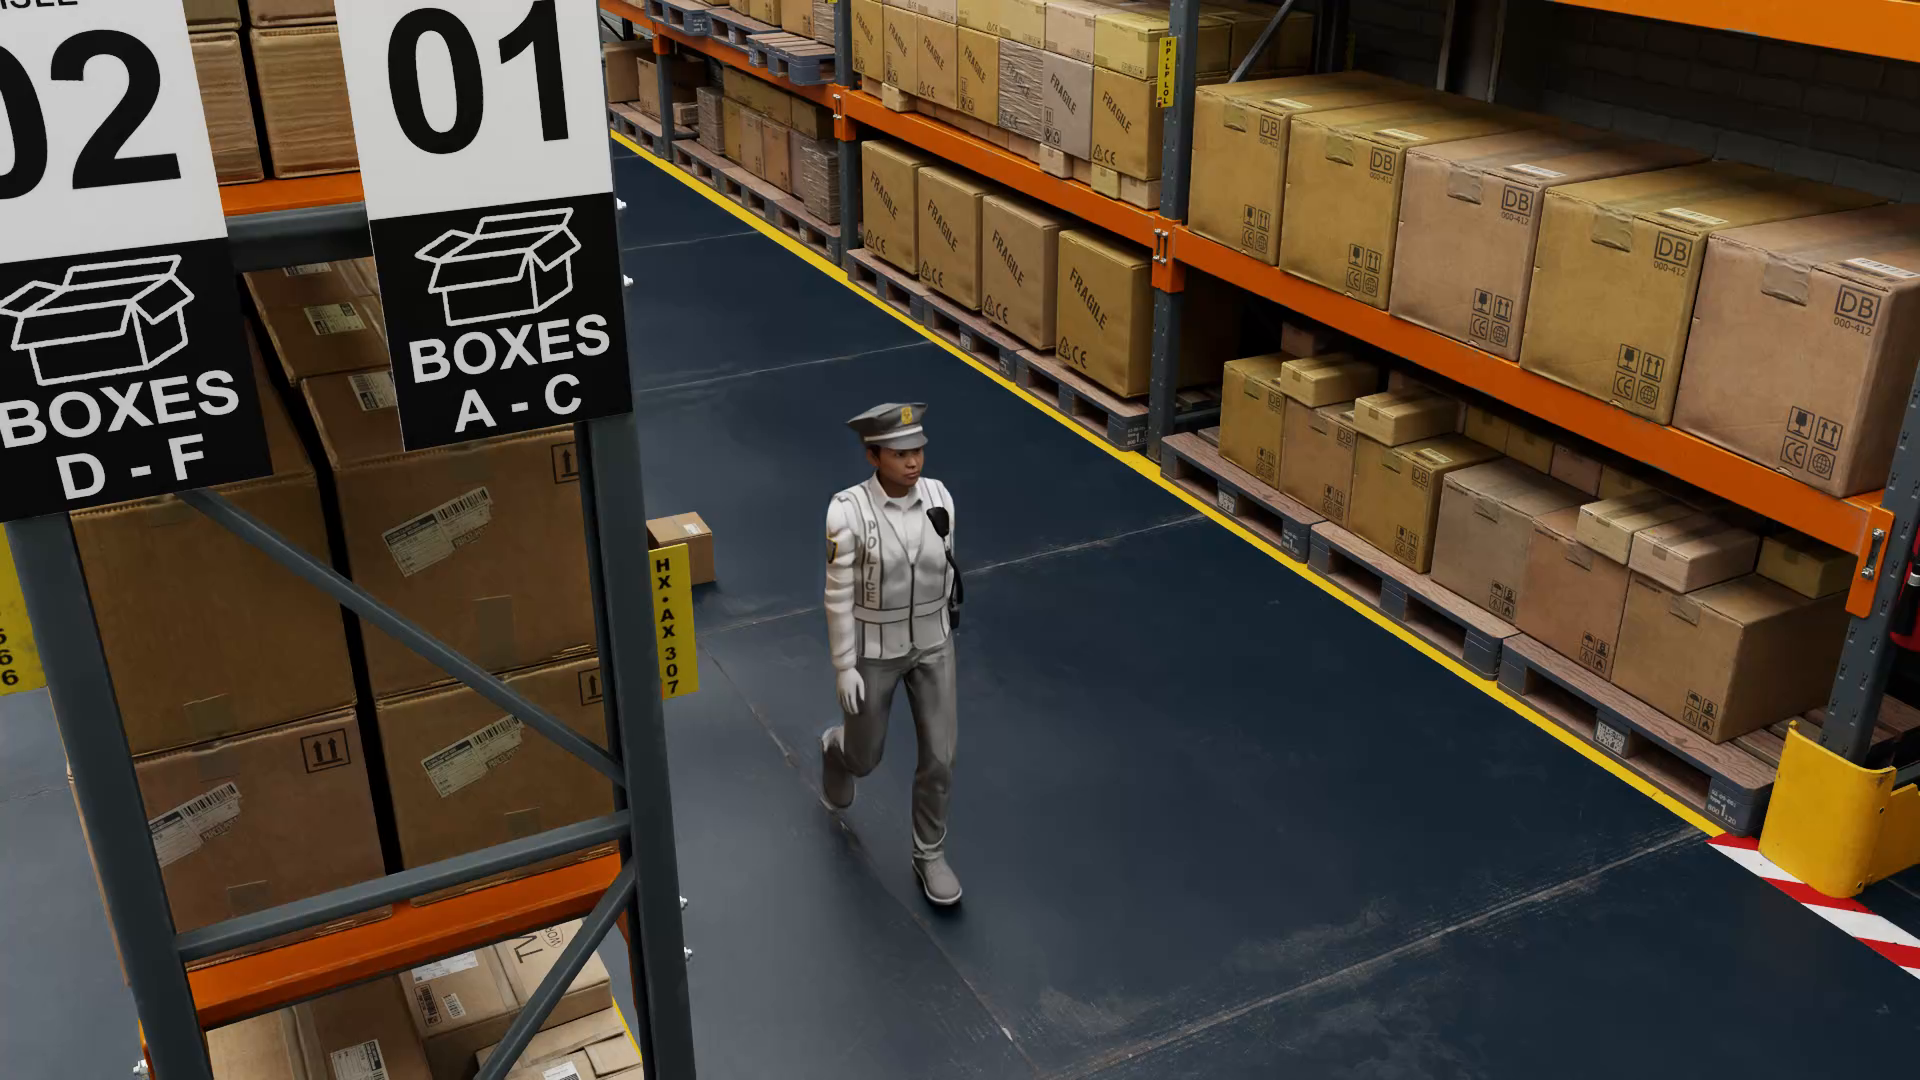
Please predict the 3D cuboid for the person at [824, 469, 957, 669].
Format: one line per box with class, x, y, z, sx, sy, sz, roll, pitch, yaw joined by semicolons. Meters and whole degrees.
person;-0.203;0.086;5.235;0.477;0.620;0.304;-10;28;-21
